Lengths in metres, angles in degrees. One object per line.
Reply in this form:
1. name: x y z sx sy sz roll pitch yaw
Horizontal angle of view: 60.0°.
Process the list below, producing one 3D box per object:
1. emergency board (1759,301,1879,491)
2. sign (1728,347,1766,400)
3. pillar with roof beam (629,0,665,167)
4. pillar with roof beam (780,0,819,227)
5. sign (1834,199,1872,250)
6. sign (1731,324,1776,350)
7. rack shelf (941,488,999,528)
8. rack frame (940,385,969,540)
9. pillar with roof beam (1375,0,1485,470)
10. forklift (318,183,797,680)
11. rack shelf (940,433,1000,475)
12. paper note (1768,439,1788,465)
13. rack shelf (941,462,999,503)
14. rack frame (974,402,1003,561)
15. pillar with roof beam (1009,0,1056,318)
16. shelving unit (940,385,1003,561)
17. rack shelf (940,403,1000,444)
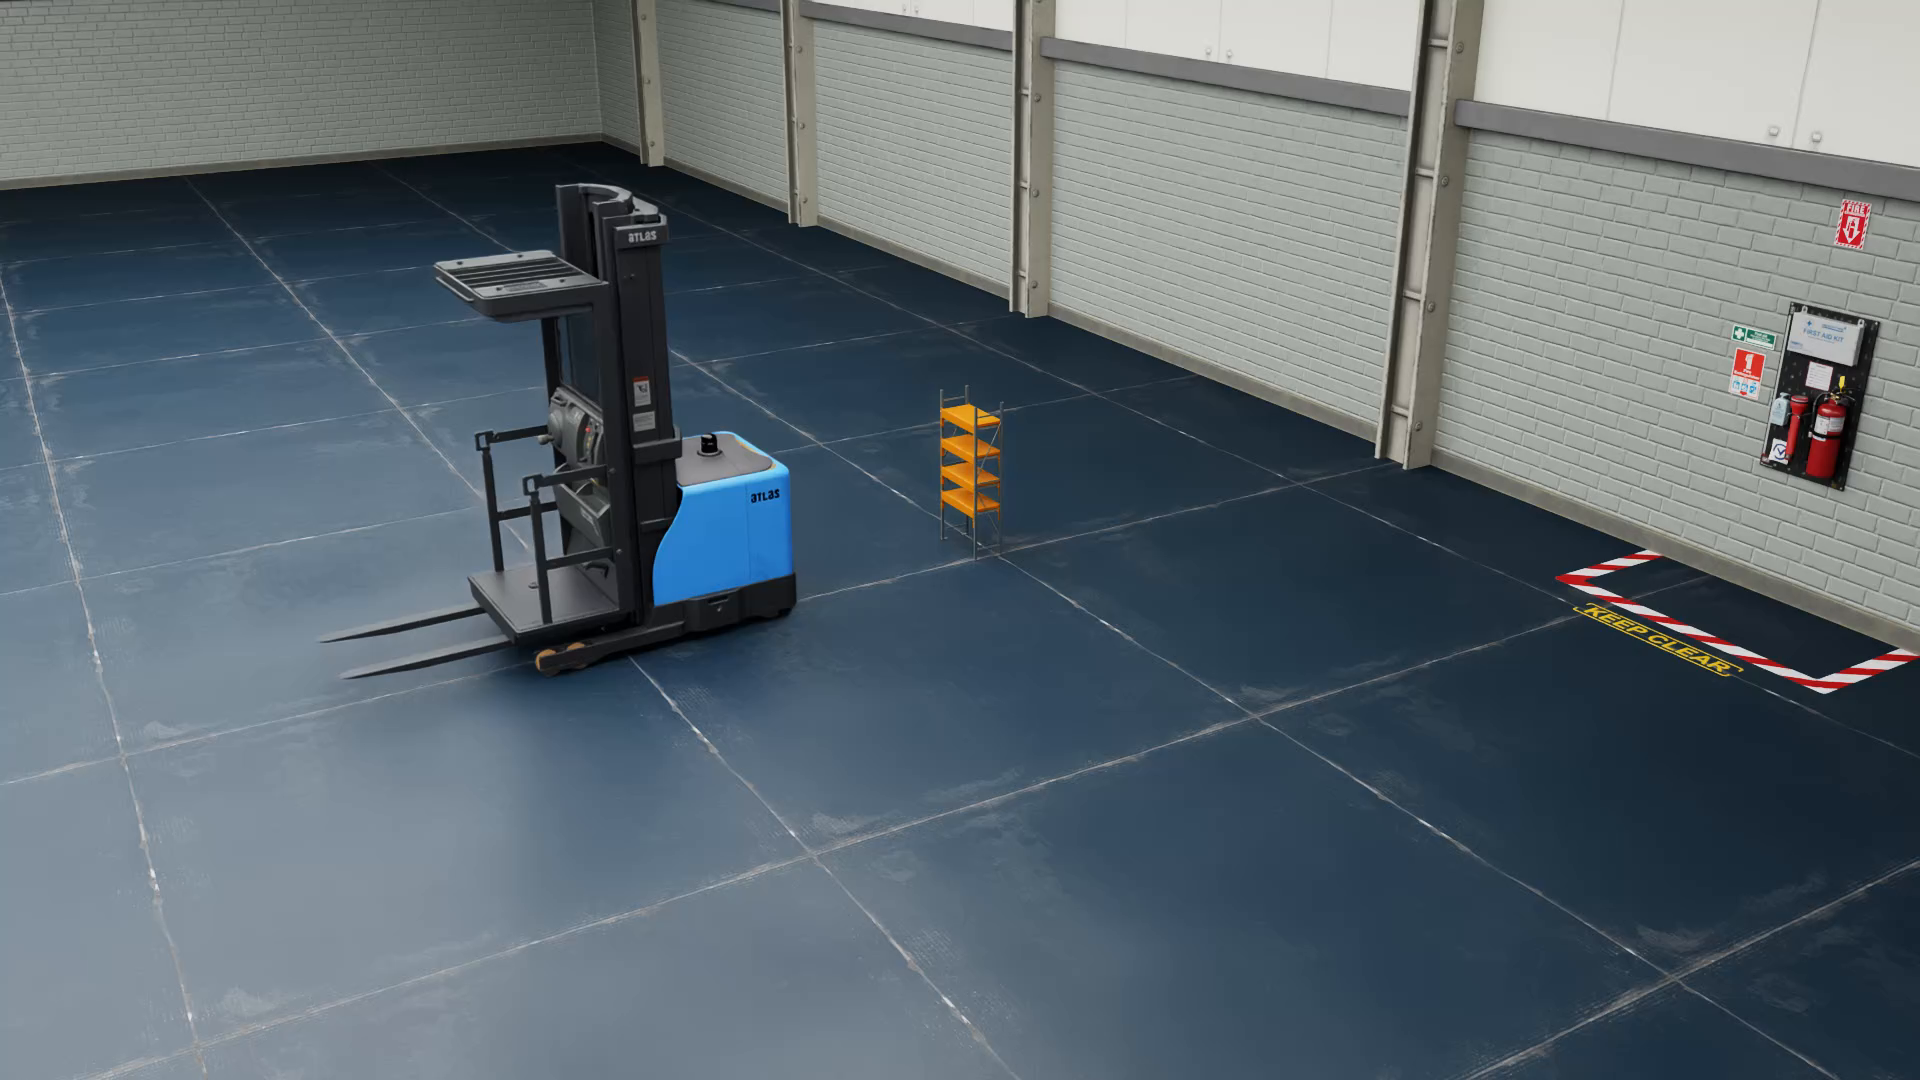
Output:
1. emergency board: 5.707 -0.950 11.166 0.194 1.169 0.643 -13 25 -28
2. sign: 5.513 -1.166 11.649 0.001 0.329 0.234 -13 25 -28
3. pillar with roof beam: -9.024 -9.863 25.127 9.100 9.000 0.400 -13 25 -28
4. pillar with roof beam: -5.959 -7.921 20.349 9.100 9.000 0.400 -13 25 -28
5. sign: 5.789 -2.046 10.783 0.001 0.298 0.199 -13 25 -28
6. sign: 5.508 -1.408 11.541 0.001 0.109 0.331 -13 25 -28
7. rack shelf: 0.085 -0.256 12.554 0.258 0.148 0.480 -13 25 -28
8. rack frame: -0.040 -0.581 12.648 0.240 1.200 0.015 -13 25 -28
9. pillar with roof beam: 0.171 -4.037 10.792 9.100 9.000 0.400 -13 25 -28
10. forklift: -2.657 -0.711 10.669 3.031 2.935 1.130 -13 26 -29
11. rack shelf: 0.085 -0.647 12.395 0.258 0.148 0.480 -13 25 -28
12. paper note: 5.676 -0.613 11.506 0.016 0.148 0.142 -13 25 -28
13. rack shelf: 0.085 -0.440 12.479 0.258 0.148 0.480 -13 25 -28
14. rack frame: 0.209 -0.423 12.259 0.240 1.200 0.015 -13 25 -28
15. pillar with roof beam: -2.894 -5.979 15.570 9.100 9.000 0.400 -13 25 -28
16. shelving unit: 0.085 -0.502 12.454 0.258 1.200 0.503 -13 25 -28
17. rack shelf: 0.085 -0.866 12.306 0.258 0.148 0.480 -13 25 -28
